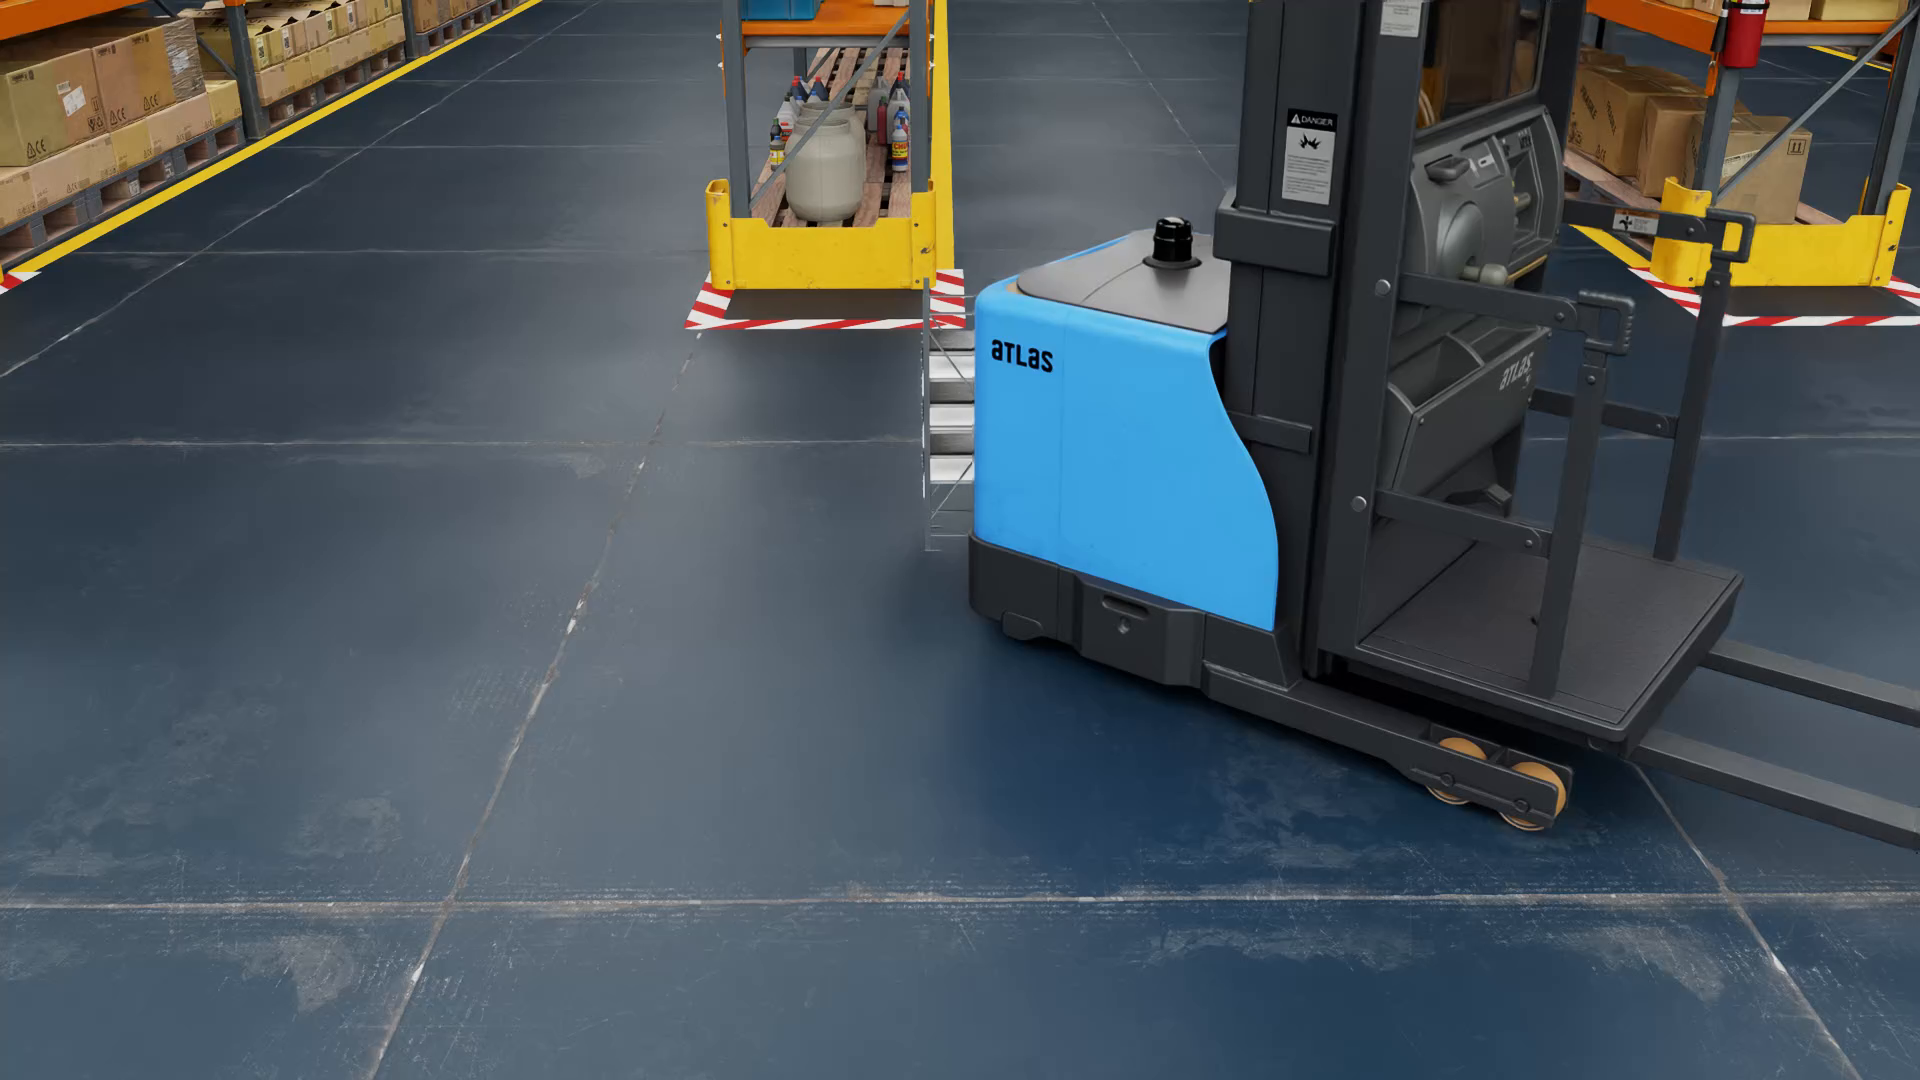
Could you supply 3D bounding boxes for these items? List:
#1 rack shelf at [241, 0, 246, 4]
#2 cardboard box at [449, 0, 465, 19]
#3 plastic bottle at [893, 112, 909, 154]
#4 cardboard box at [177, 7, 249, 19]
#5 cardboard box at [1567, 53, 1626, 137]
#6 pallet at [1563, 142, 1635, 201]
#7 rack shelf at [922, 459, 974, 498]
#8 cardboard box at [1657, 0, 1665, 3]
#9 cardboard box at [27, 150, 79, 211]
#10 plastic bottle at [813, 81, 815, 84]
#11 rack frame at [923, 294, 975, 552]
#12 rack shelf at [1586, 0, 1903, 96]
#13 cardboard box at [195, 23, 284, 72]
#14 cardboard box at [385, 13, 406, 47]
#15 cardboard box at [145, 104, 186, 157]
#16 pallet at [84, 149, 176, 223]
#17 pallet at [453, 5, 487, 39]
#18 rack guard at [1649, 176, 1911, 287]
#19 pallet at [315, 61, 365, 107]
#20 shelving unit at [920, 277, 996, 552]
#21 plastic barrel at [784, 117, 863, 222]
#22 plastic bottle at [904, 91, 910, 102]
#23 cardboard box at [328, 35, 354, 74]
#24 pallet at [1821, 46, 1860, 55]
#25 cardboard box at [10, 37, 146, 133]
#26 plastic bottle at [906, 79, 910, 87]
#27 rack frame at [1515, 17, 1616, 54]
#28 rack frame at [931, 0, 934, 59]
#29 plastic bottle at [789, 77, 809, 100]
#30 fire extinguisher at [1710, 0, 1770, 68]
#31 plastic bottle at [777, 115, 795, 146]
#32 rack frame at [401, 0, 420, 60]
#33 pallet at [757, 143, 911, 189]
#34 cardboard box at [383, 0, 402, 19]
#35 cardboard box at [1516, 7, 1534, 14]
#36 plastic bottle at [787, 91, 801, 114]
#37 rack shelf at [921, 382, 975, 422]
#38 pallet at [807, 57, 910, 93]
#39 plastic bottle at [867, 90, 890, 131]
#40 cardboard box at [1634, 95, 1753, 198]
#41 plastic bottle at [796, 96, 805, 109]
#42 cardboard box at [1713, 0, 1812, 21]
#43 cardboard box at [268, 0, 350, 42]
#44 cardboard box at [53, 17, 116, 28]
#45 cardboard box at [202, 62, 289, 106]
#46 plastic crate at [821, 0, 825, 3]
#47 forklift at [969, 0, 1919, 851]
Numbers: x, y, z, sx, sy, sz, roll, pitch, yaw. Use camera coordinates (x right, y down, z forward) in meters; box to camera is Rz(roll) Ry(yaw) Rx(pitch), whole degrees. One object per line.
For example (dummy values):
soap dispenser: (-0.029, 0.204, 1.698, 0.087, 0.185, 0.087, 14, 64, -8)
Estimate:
rack shelf: (-5.683, -4.830, 13.662, 1.077, 0.370, 4.000, 0, 24, -1)
cardboard box: (-5.435, -5.654, 17.112, 0.500, 0.500, 0.500, -1, 24, -1)
plastic bottle: (-0.377, -2.594, 10.623, 0.097, 0.271, 0.097, 0, 24, 0)
cardboard box: (-5.967, -4.113, 13.351, 0.500, 0.311, 0.500, 0, 24, -1)
cardboard box: (4.223, -3.028, 11.328, 0.500, 0.500, 0.500, 8, 25, 16)
pallet: (4.304, -2.325, 10.635, 1.003, 0.211, 1.213, 0, 24, -1)
rack shelf: (0.000, -0.219, 5.660, 0.258, 0.077, 0.200, 0, 24, -1)
cardboard box: (4.036, -3.039, 9.134, 0.380, 0.149, 0.250, 0, 24, -1)
cardboard box: (-5.410, -2.052, 9.473, 0.500, 0.250, 0.500, 0, 24, -1)
plastic bottle: (-1.005, -3.051, 11.619, 0.061, 0.283, 0.133, 0, 24, -1)
rack frame: (0.001, -0.371, 5.479, 0.240, 0.900, 0.006, 0, 24, -1)
rack shelf: (4.267, -3.225, 10.112, 1.077, 0.370, 4.000, 0, 24, -1)
cardboard box: (-5.416, -3.699, 12.435, 0.500, 0.311, 0.500, 0, 24, 0)
cardboard box: (-5.455, -4.704, 15.339, 0.500, 0.250, 0.500, 0, 24, 1)
cardboard box: (-5.421, -2.670, 10.840, 0.500, 0.250, 0.500, 0, 24, -1)
pallet: (-5.678, -2.231, 10.427, 1.003, 0.211, 1.213, 0, 24, -1)
pallet: (-5.685, -5.520, 17.700, 1.003, 0.211, 1.213, 0, 24, -1)
rack guard: (4.288, -1.621, 8.726, 1.175, 0.500, 0.348, 0, 24, -1)
pallet: (-5.724, -3.870, 14.051, 1.003, 0.211, 1.213, 0, 24, -1)
shelving unit: (0.000, -0.413, 5.572, 0.258, 0.900, 0.210, 0, 24, -1)
plastic barrel: (-0.748, -2.035, 9.118, 0.421, 0.512, 0.421, 0, 24, 0)
plastic bottle: (-0.367, -2.907, 11.300, 0.061, 0.283, 0.133, 1, 24, 3)
cardboard box: (-5.435, -4.073, 13.942, 0.500, 0.250, 0.500, 0, 24, 0)
pallet: (9.155, -5.057, 16.675, 1.003, 0.211, 1.213, 0, 24, -1)
cardboard box: (-5.414, -2.805, 10.230, 0.500, 0.500, 0.500, 0, 24, -1)
plastic bottle: (-0.373, -3.120, 11.771, 0.061, 0.283, 0.133, 1, 24, 2)
rack frame: (4.245, -4.376, 11.786, 1.000, 3.000, 0.127, 0, 24, -1)
rack frame: (-0.751, -6.002, 15.382, 1.000, 3.000, 0.127, 0, 24, -1)
plastic bottle: (-1.114, -3.013, 11.453, 0.144, 0.351, 0.185, 0, 24, 1)
fire extinguisher: (3.829, -2.644, 8.049, 0.296, 0.674, 0.183, 0, 24, -1)
plastic bottle: (-1.098, -2.524, 10.462, 0.152, 0.276, 0.135, 0, 24, 0)
rack frame: (-5.704, -5.982, 15.336, 1.000, 3.000, 0.127, 0, 24, -1)
pallet: (-0.726, -2.303, 10.585, 1.003, 0.211, 1.213, 0, 24, -1)
cardboard box: (-5.452, -4.961, 15.225, 0.500, 0.311, 0.500, 0, 24, 1)
cardboard box: (4.267, -4.118, 13.715, 0.700, 0.500, 0.500, -2, 24, -5)
plastic bottle: (-1.107, -2.760, 10.894, 0.144, 0.351, 0.185, 0, 24, -1)
rack shelf: (0.000, -0.465, 5.549, 0.258, 0.077, 0.200, 0, 24, -1)
pallet: (-0.771, -3.911, 14.141, 1.003, 0.211, 1.213, 0, 24, -1)
plastic bottle: (-0.558, -2.959, 11.425, 0.152, 0.276, 0.135, 0, 24, -1)
cardboard box: (4.258, -2.284, 9.684, 0.500, 0.500, 0.500, 6, 25, 13)
plastic bottle: (-1.073, -2.839, 11.164, 0.097, 0.271, 0.097, 0, 24, 0)
cardboard box: (4.079, -2.730, 8.451, 0.380, 0.149, 0.250, 0, 24, -1)
cardboard box: (-5.434, -4.332, 13.836, 0.500, 0.311, 0.500, 0, 24, 1)
cardboard box: (-5.955, -3.215, 11.136, 0.500, 0.500, 0.500, 0, 24, -1)
cardboard box: (-5.417, -3.439, 12.541, 0.500, 0.250, 0.500, -1, 24, -2)
plastic crate: (-0.970, -3.111, 9.168, 0.499, 0.251, 0.408, 0, 24, -1)
forklift: (1.504, -0.859, 4.092, 3.031, 2.935, 1.130, 18, 30, 34)
